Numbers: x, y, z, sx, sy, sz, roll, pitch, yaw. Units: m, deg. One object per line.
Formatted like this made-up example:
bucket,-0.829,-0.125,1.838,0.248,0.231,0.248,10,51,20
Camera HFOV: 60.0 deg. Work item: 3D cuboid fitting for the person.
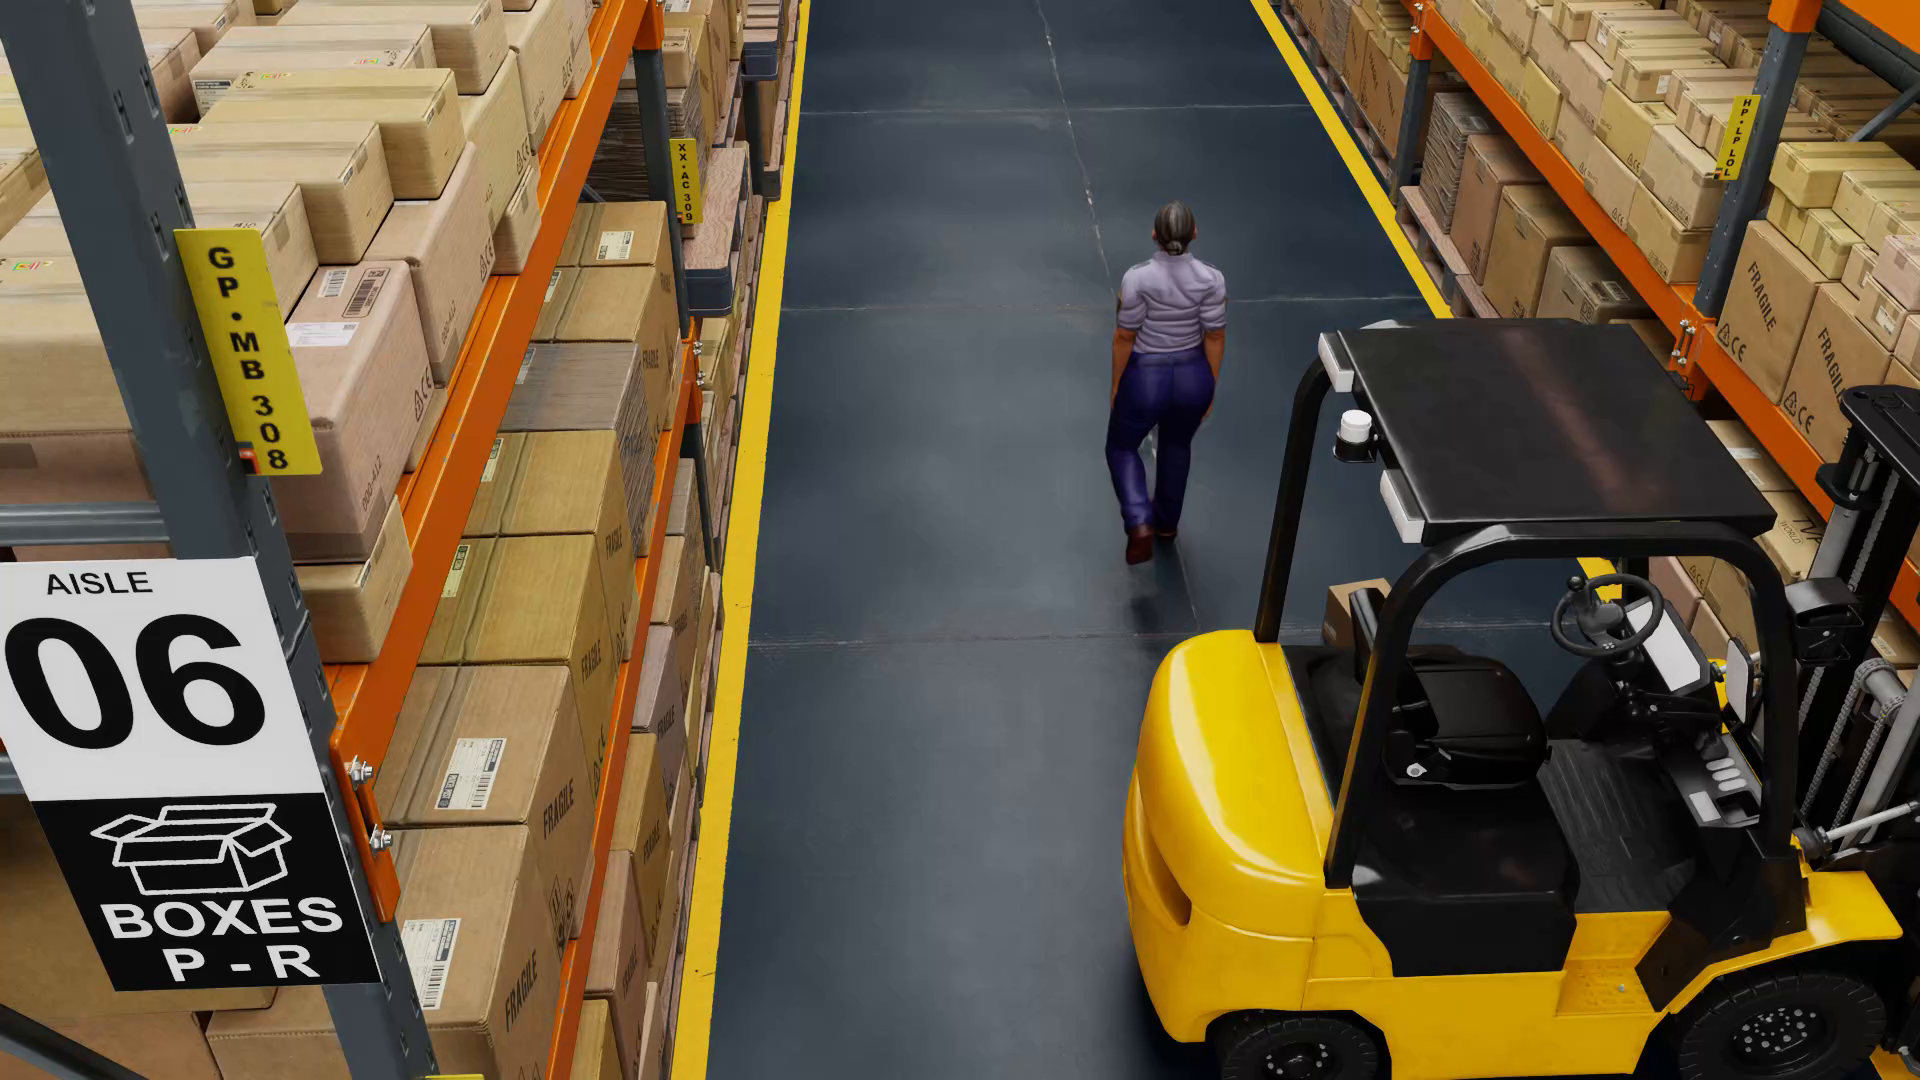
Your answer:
person,0.874,-0.638,7.026,0.470,1.631,0.669,-5,36,-7
